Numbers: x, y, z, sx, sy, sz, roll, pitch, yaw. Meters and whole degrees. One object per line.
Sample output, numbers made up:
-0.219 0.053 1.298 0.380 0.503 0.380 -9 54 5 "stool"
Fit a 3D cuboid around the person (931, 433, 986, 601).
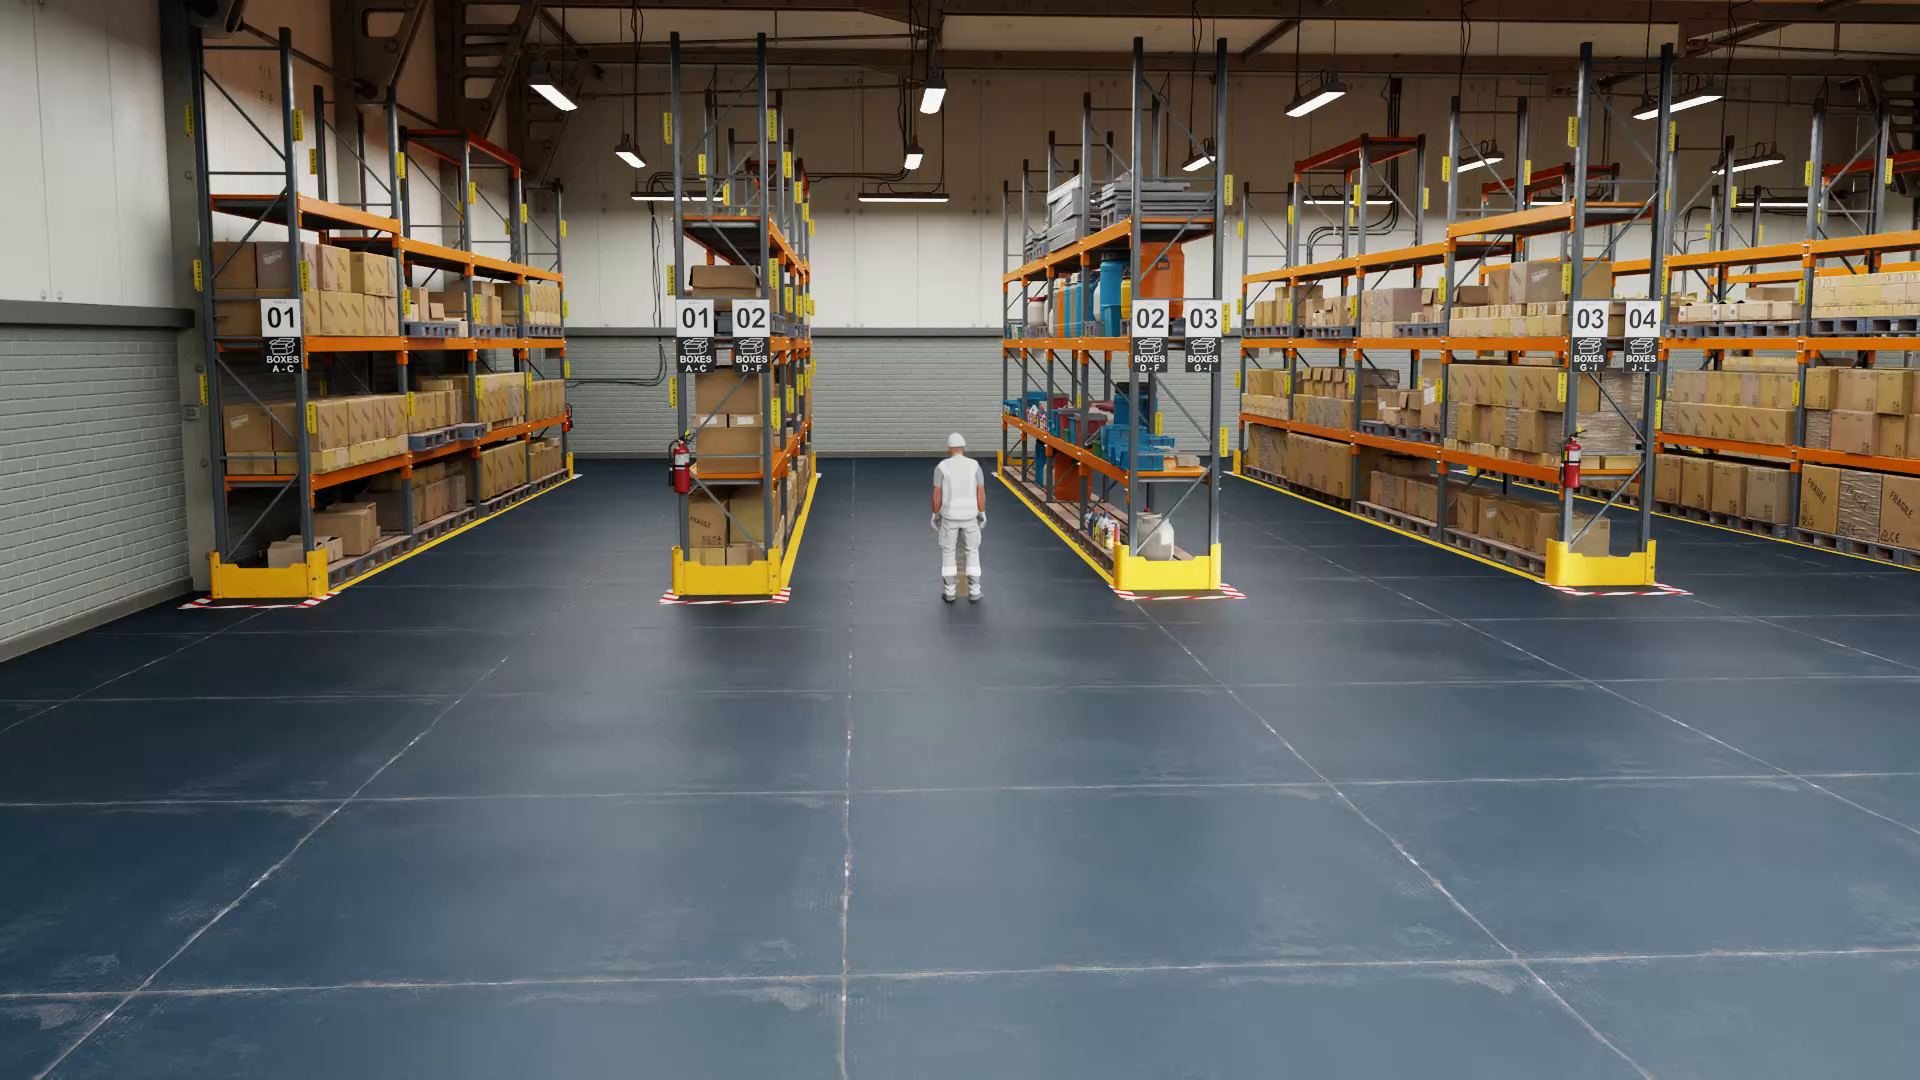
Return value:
-0.012 -0.247 17.762 0.597 1.778 0.450 -1 7 -6 "person"
